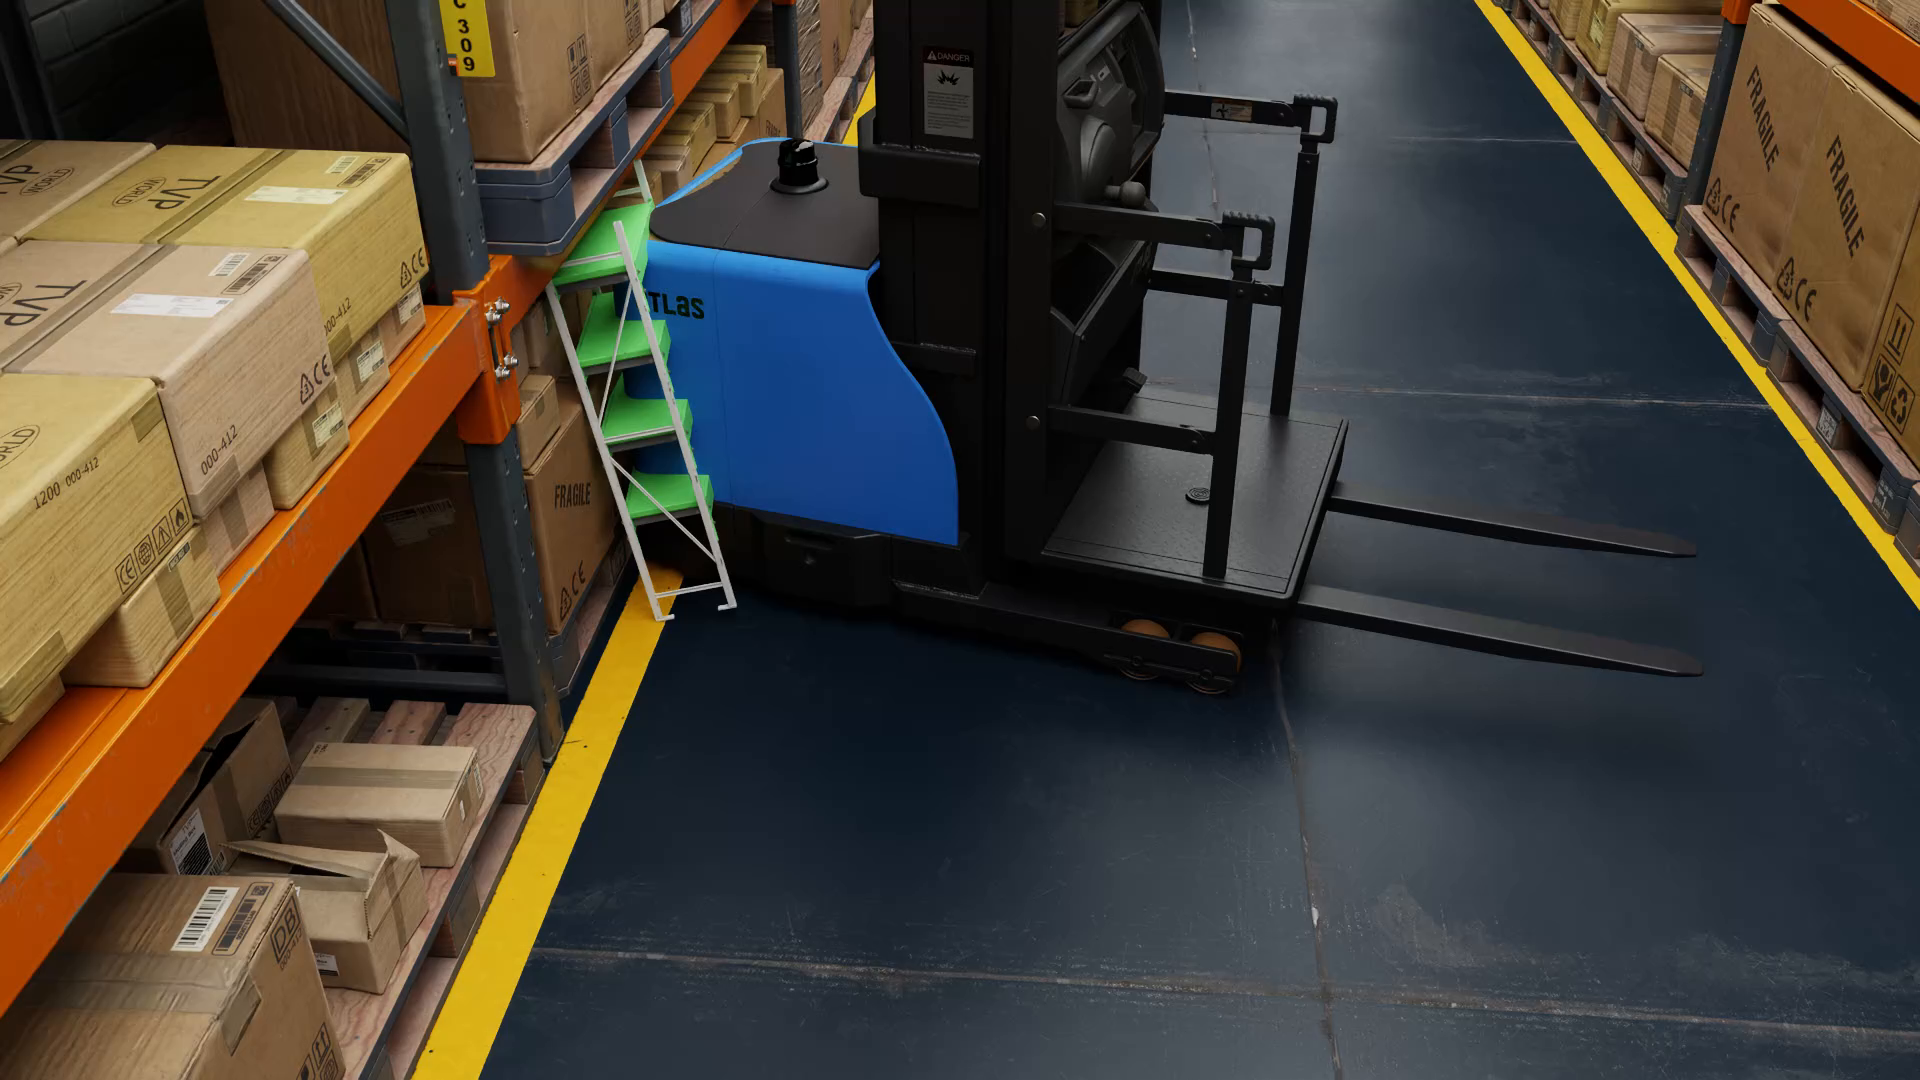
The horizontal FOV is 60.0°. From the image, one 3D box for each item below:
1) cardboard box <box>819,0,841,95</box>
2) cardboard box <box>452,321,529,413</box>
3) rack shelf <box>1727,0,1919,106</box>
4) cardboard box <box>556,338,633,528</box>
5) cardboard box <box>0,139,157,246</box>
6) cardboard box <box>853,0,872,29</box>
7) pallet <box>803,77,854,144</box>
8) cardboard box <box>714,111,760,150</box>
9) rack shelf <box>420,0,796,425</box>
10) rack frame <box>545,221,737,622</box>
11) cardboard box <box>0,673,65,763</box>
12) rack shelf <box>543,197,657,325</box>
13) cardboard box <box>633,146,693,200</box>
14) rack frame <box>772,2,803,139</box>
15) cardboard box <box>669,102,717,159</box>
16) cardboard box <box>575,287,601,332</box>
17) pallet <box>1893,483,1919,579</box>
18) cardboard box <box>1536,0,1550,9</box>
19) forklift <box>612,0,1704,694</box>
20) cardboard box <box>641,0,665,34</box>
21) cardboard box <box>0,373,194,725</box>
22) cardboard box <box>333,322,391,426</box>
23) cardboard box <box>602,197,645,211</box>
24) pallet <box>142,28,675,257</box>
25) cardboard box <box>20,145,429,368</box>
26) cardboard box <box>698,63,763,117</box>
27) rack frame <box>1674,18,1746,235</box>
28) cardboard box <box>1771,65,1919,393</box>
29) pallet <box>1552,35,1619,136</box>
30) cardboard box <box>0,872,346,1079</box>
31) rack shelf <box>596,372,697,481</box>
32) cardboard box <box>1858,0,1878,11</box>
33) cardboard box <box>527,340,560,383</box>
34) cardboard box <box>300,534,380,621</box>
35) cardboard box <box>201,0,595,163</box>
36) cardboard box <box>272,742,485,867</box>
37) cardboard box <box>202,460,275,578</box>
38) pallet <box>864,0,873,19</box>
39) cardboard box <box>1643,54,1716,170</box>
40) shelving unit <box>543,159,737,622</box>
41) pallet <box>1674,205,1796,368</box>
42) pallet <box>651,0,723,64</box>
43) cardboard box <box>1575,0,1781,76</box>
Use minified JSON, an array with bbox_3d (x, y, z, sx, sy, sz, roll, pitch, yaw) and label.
[{"bbox_3d":[-1.113,-2.672,8.590,0.875,0.625,0.625,3,32,6],"label":"cardboard box"},{"bbox_3d":[-1.314,-0.441,4.188,0.380,0.149,0.250,2,32,3],"label":"cardboard box"},{"bbox_3d":[3.562,-1.275,5.145,1.077,0.370,4.000,2,32,4],"label":"rack shelf"},{"bbox_3d":[-1.251,-0.382,4.993,0.500,0.500,0.500,2,32,3],"label":"cardboard box"},{"bbox_3d":[-1.858,-0.561,3.160,0.500,0.250,0.500,2,32,3],"label":"cardboard box"},{"bbox_3d":[-0.999,-3.418,9.800,0.875,0.625,0.625,2,32,3],"label":"cardboard box"},{"bbox_3d":[-1.117,-2.079,8.422,1.003,0.211,1.213,2,32,4],"label":"pallet"},{"bbox_3d":[-1.094,-1.460,6.742,0.500,0.500,0.500,2,32,3],"label":"cardboard box"},{"bbox_3d":[-1.386,-1.485,5.486,1.077,0.370,4.000,2,32,4],"label":"rack shelf"},{"bbox_3d":[-0.875,-0.287,4.547,0.240,1.200,0.015,-11,31,2],"label":"rack frame"},{"bbox_3d":[-1.493,0.214,2.283,0.380,0.149,0.250,3,32,5],"label":"cardboard box"},{"bbox_3d":[-0.964,-0.761,4.538,0.258,0.148,0.480,-11,31,2],"label":"rack shelf"},{"bbox_3d":[-1.146,-1.266,5.810,0.380,0.149,0.250,1,32,2],"label":"cardboard box"},{"bbox_3d":[-1.223,-2.837,6.994,1.000,3.000,0.127,2,32,4],"label":"rack frame"},{"bbox_3d":[-1.134,-1.543,6.258,0.380,0.149,0.250,3,32,5],"label":"cardboard box"},{"bbox_3d":[-1.290,-0.739,4.954,0.380,0.149,0.250,2,32,3],"label":"cardboard box"},{"bbox_3d":[3.387,0.245,4.651,1.003,0.211,1.213,2,32,4],"label":"pallet"},{"bbox_3d":[4.010,-3.504,10.181,0.950,0.372,0.625,3,32,5],"label":"cardboard box"},{"bbox_3d":[0.588,-1.140,4.306,3.031,2.935,1.130,10,33,16],"label":"forklift"},{"bbox_3d":[-1.053,-1.577,4.678,0.396,0.266,0.258,4,32,6],"label":"cardboard box"},{"bbox_3d":[-1.427,-0.009,2.264,0.500,0.250,0.500,2,32,4],"label":"cardboard box"},{"bbox_3d":[-1.322,-0.324,3.156,0.380,0.149,0.250,3,32,5],"label":"cardboard box"},{"bbox_3d":[-1.210,-0.998,5.374,0.380,0.149,0.250,4,32,6],"label":"cardboard box"},{"bbox_3d":[-1.375,-1.077,4.321,1.003,0.211,1.213,2,32,4],"label":"pallet"},{"bbox_3d":[-1.347,-0.531,3.113,0.500,0.250,0.500,3,32,5],"label":"cardboard box"},{"bbox_3d":[-1.002,-1.815,6.699,0.380,0.149,0.250,1,32,1],"label":"cardboard box"},{"bbox_3d":[3.725,-2.627,6.653,1.000,3.000,0.127,2,32,4],"label":"rack frame"},{"bbox_3d":[3.509,-1.077,5.764,0.875,0.875,0.875,3,32,5],"label":"cardboard box"},{"bbox_3d":[3.892,-2.484,9.080,1.003,0.211,1.213,2,32,4],"label":"pallet"},{"bbox_3d":[-1.537,0.928,2.868,0.700,0.500,0.500,1,32,2],"label":"cardboard box"},{"bbox_3d":[-0.879,-0.360,4.788,0.258,0.148,0.480,-11,31,2],"label":"rack shelf"},{"bbox_3d":[3.410,-2.049,5.858,0.500,0.250,0.500,2,32,3],"label":"cardboard box"},{"bbox_3d":[-1.309,-0.460,4.502,0.380,0.149,0.250,2,32,3],"label":"cardboard box"},{"bbox_3d":[-1.803,-0.129,4.583,0.500,0.500,0.500,2,32,4],"label":"cardboard box"},{"bbox_3d":[-1.286,-1.210,3.859,0.700,0.500,0.500,3,32,5],"label":"cardboard box"},{"bbox_3d":[-1.301,0.593,3.745,0.380,0.149,0.250,2,32,2],"label":"cardboard box"},{"bbox_3d":[-1.368,-0.051,2.713,0.380,0.149,0.250,3,32,5],"label":"cardboard box"},{"bbox_3d":[-0.918,-3.354,10.492,1.003,0.211,1.213,2,32,4],"label":"pallet"},{"bbox_3d":[3.781,-1.982,7.711,0.950,0.372,0.625,0,32,1],"label":"cardboard box"},{"bbox_3d":[-0.891,-0.413,4.755,0.258,1.200,0.503,-11,31,2],"label":"shelving unit"},{"bbox_3d":[3.585,-1.031,6.721,1.003,0.211,1.213,2,32,4],"label":"pallet"},{"bbox_3d":[-1.376,-1.738,5.394,1.003,0.211,1.213,2,32,4],"label":"pallet"},{"bbox_3d":[3.900,-2.764,8.981,0.950,0.372,0.625,3,32,6],"label":"cardboard box"}]
